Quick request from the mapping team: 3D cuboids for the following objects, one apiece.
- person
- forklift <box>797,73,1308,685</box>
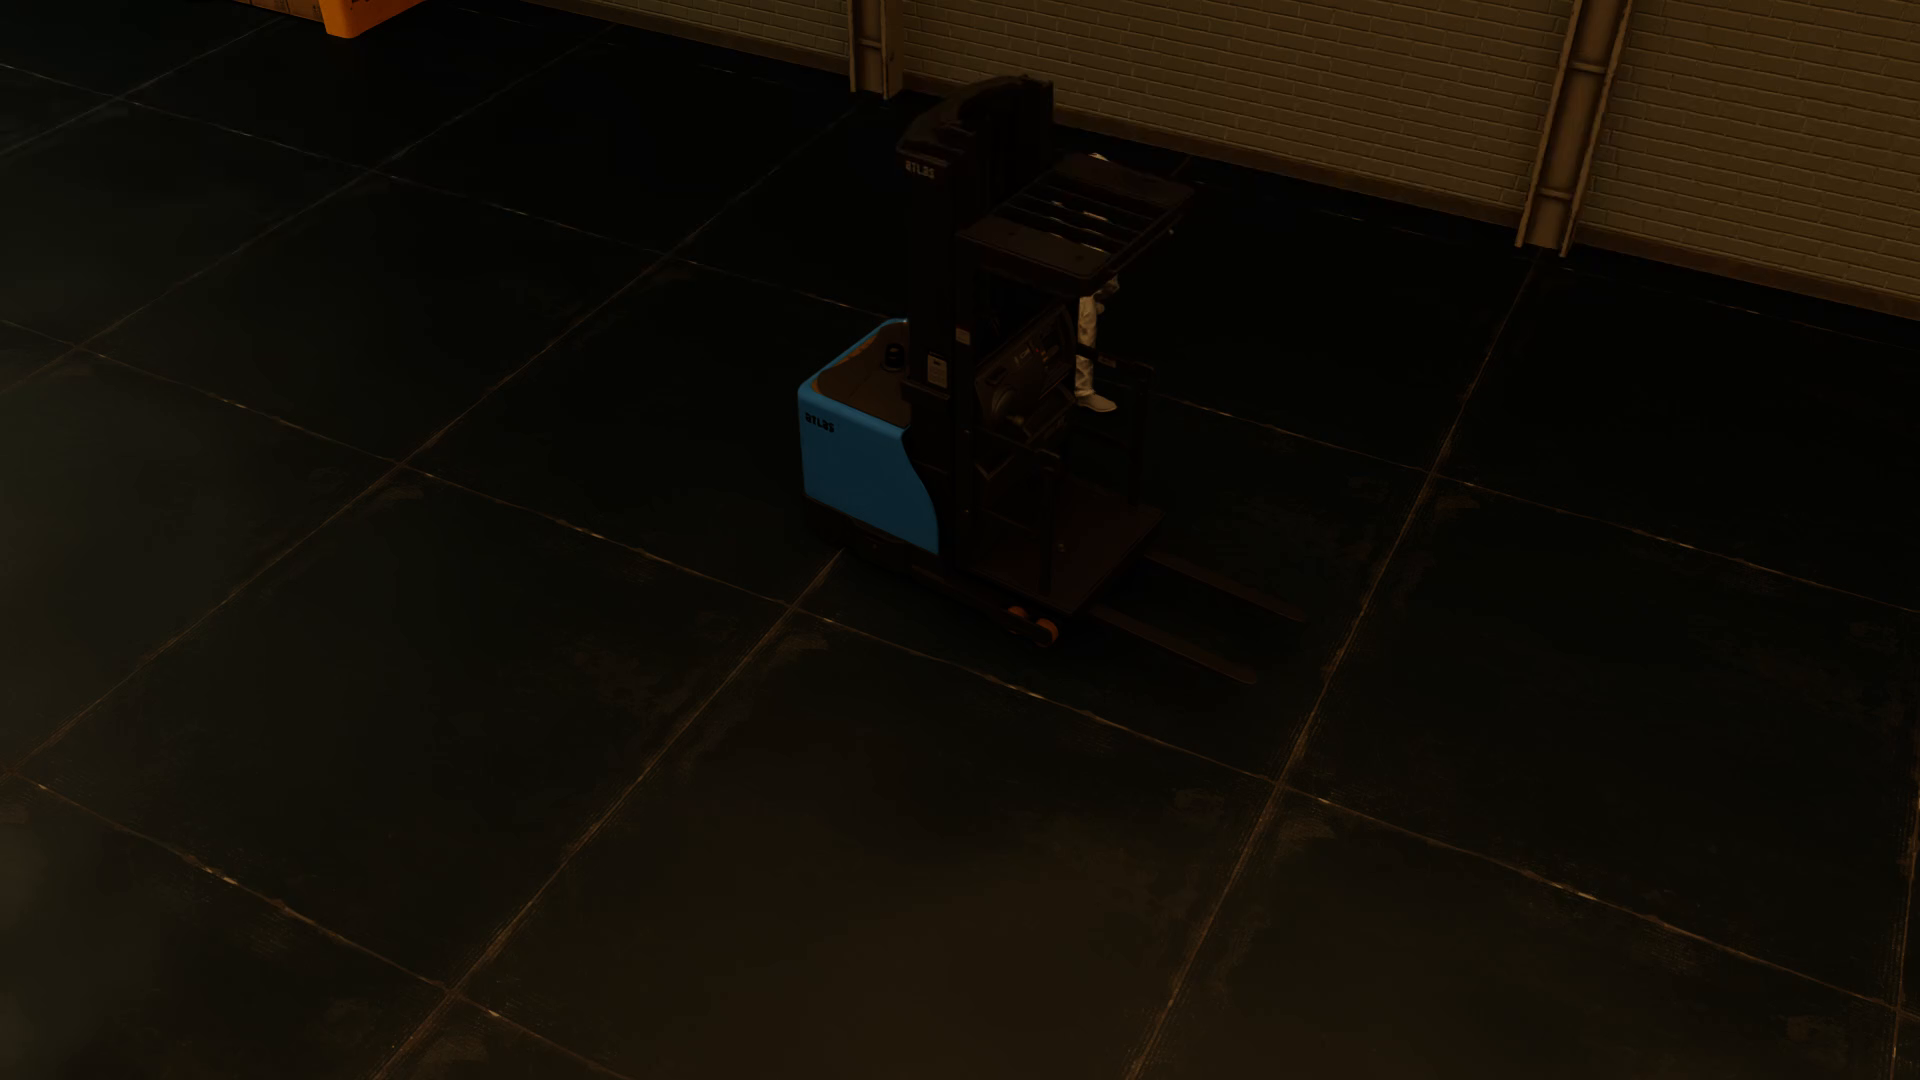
[{"bbox_3d":[0.948,-1.886,11.283,1.010,1.583,1.162,26,47,28],"label":"person"},{"bbox_3d":[0.534,-0.898,9.053,3.031,2.935,1.130,24,46,26],"label":"forklift"}]
